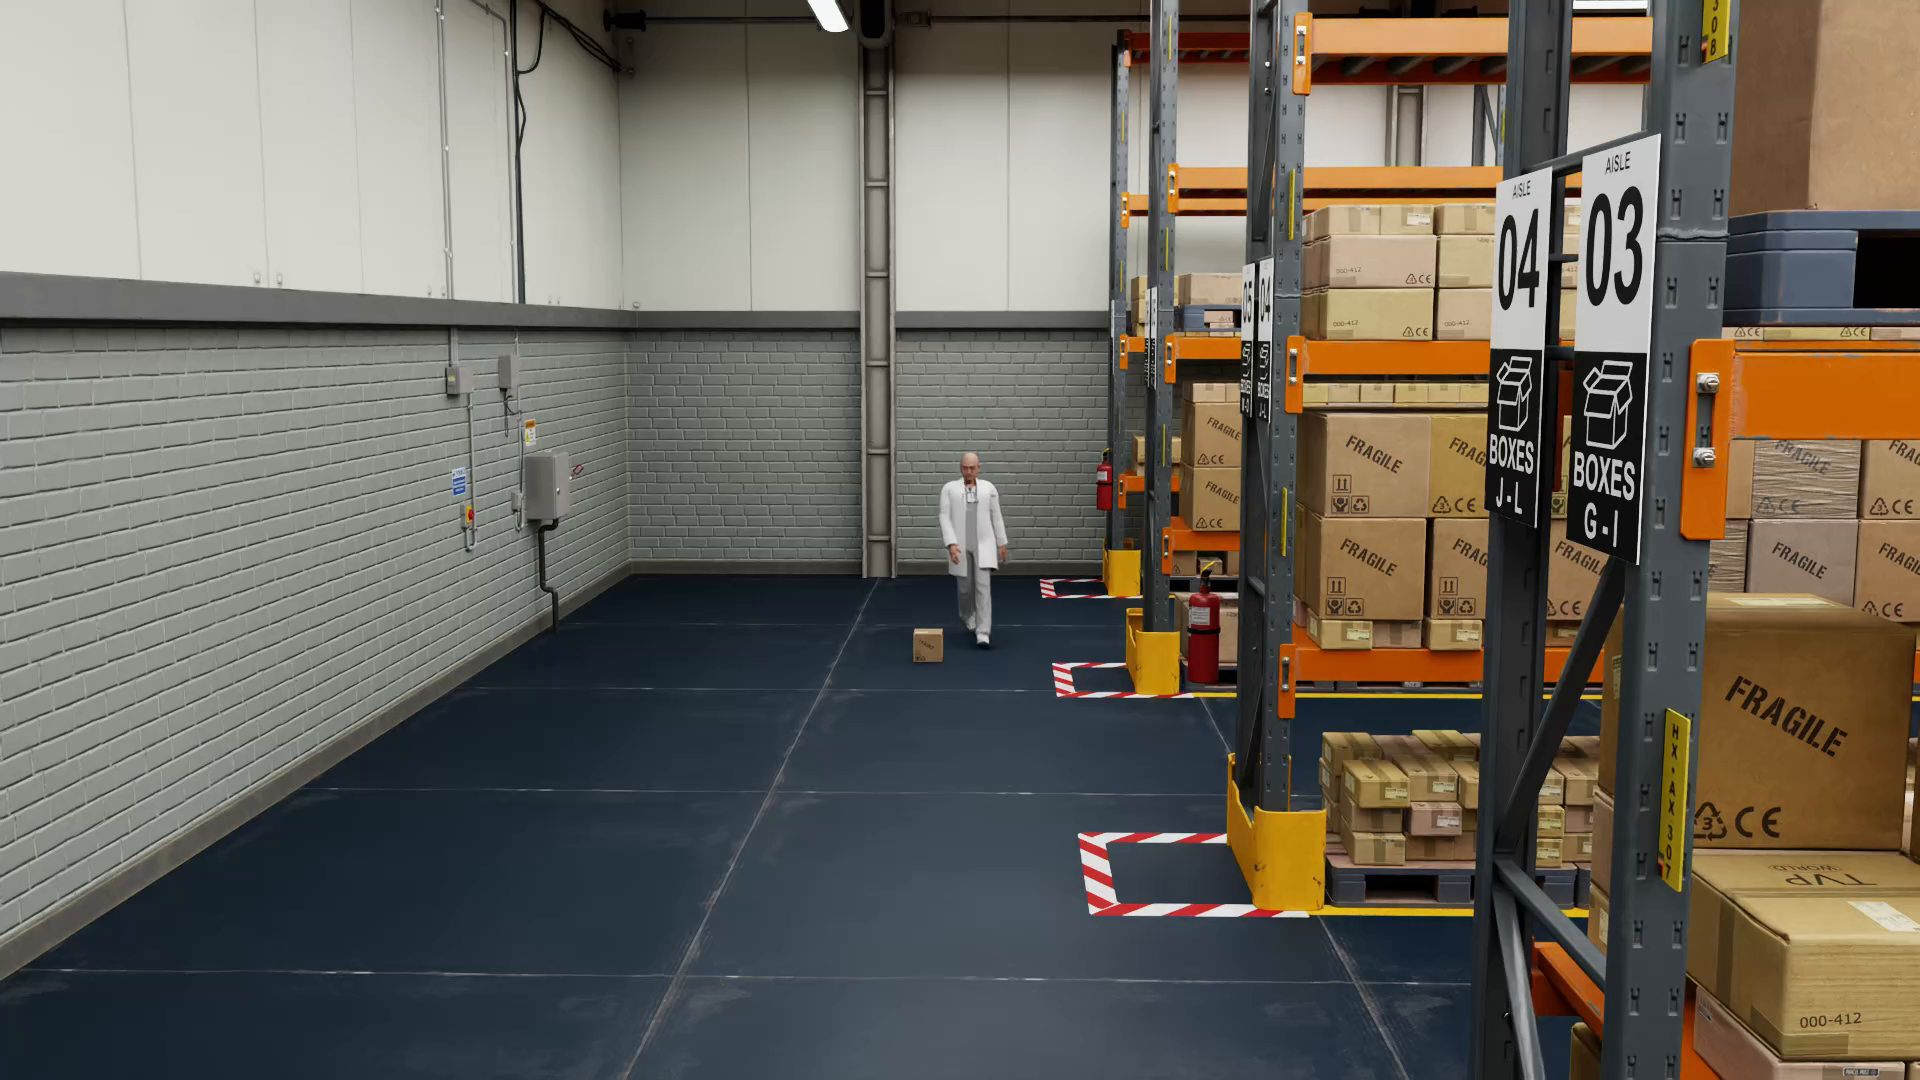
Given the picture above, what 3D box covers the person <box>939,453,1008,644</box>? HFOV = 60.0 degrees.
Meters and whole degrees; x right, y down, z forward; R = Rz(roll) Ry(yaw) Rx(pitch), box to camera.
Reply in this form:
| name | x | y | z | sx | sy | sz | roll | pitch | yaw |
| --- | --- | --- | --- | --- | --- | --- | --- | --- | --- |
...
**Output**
| name | x | y | z | sx | sy | sz | roll | pitch | yaw |
| --- | --- | --- | --- | --- | --- | --- | --- | --- | --- |
| person | 0.122 | 0.066 | 15.370 | 0.629 | 1.744 | 0.982 | 0 | 7 | 4 |
